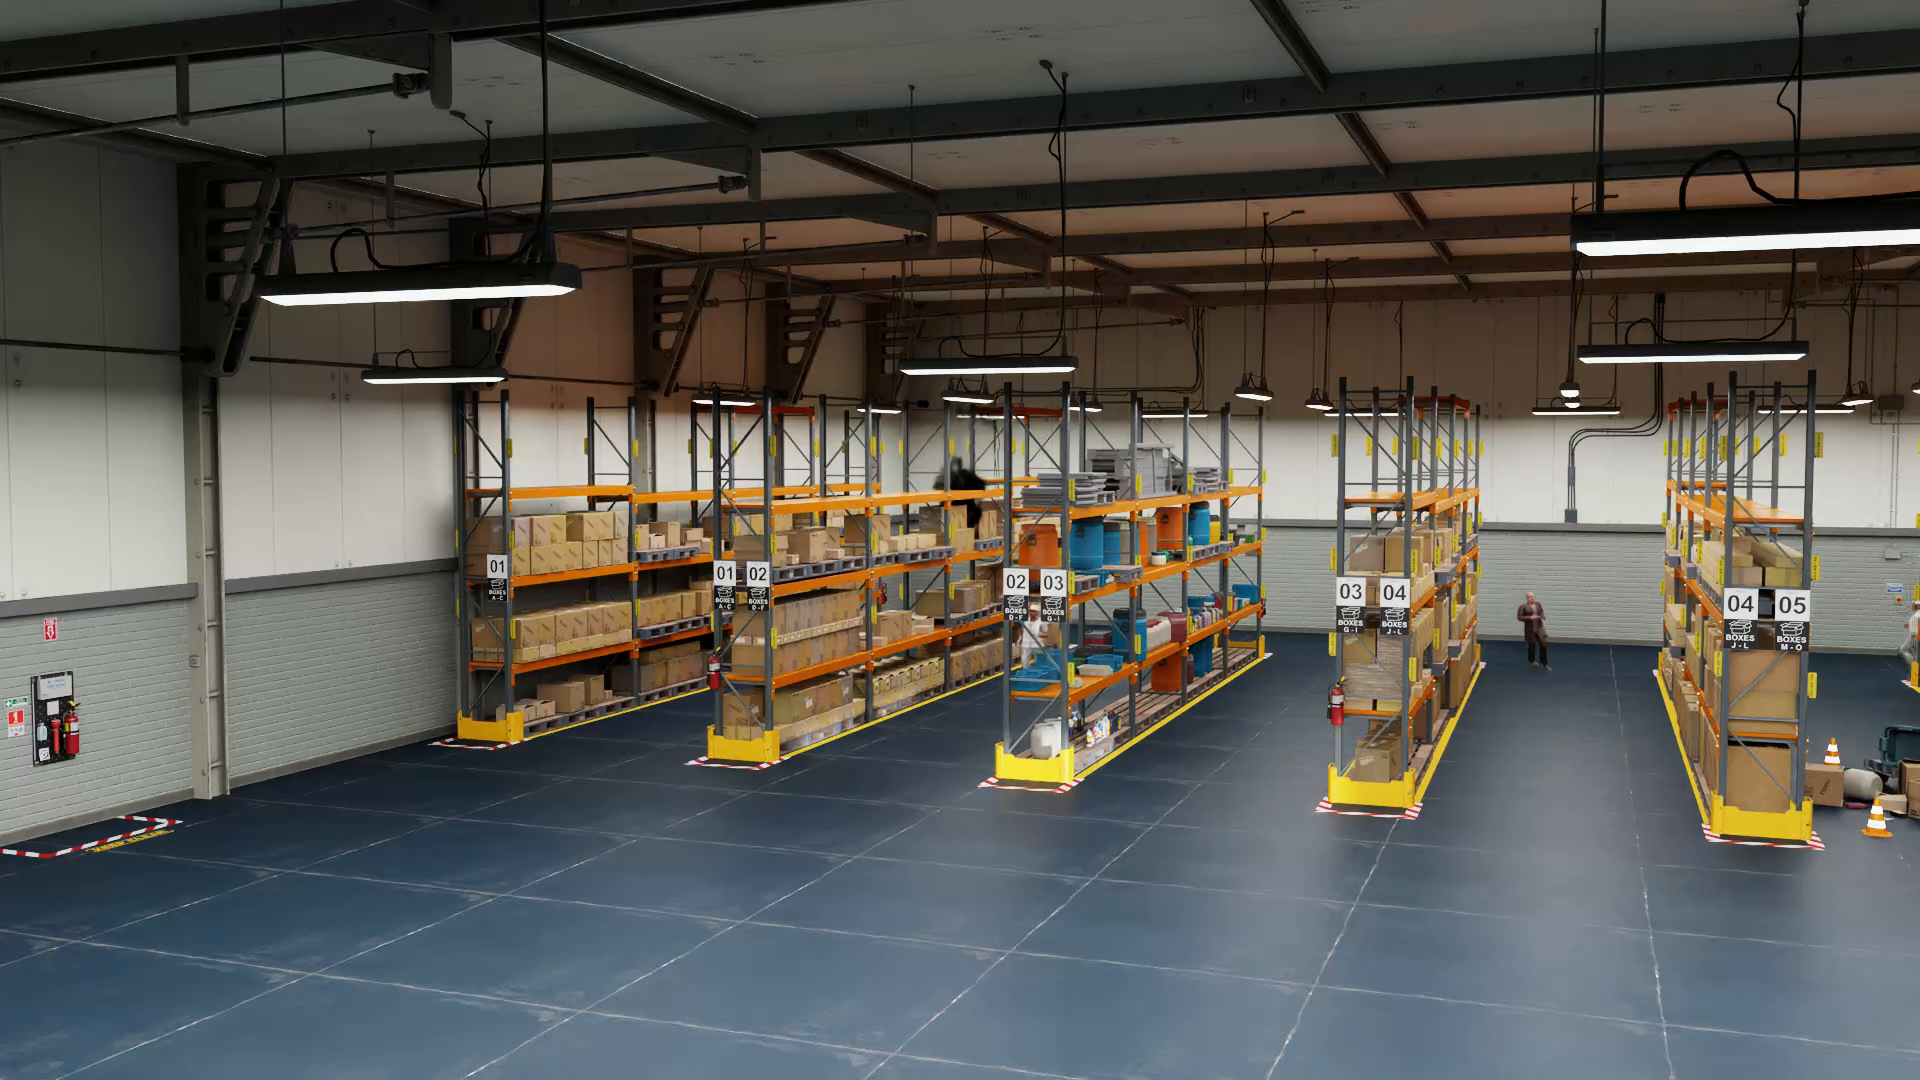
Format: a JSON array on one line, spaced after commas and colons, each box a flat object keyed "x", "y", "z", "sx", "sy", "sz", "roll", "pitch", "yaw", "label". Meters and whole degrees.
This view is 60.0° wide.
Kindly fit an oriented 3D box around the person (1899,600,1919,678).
[{"x": 20.819, "y": 2.131, "z": 36.228, "sx": 0.591, "sy": 1.765, "sz": 0.710, "roll": 3, "pitch": 4, "yaw": 44, "label": "person"}]

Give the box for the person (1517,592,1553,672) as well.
[{"x": 12.932, "y": 2.064, "z": 37.659, "sx": 0.757, "sy": 1.805, "sz": 0.767, "roll": 0, "pitch": 3, "yaw": -4, "label": "person"}]

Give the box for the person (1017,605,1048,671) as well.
[{"x": 1.480, "y": 2.212, "z": 33.919, "sx": 0.680, "sy": 1.797, "sz": 0.932, "roll": 1, "pitch": 3, "yaw": 16, "label": "person"}]
